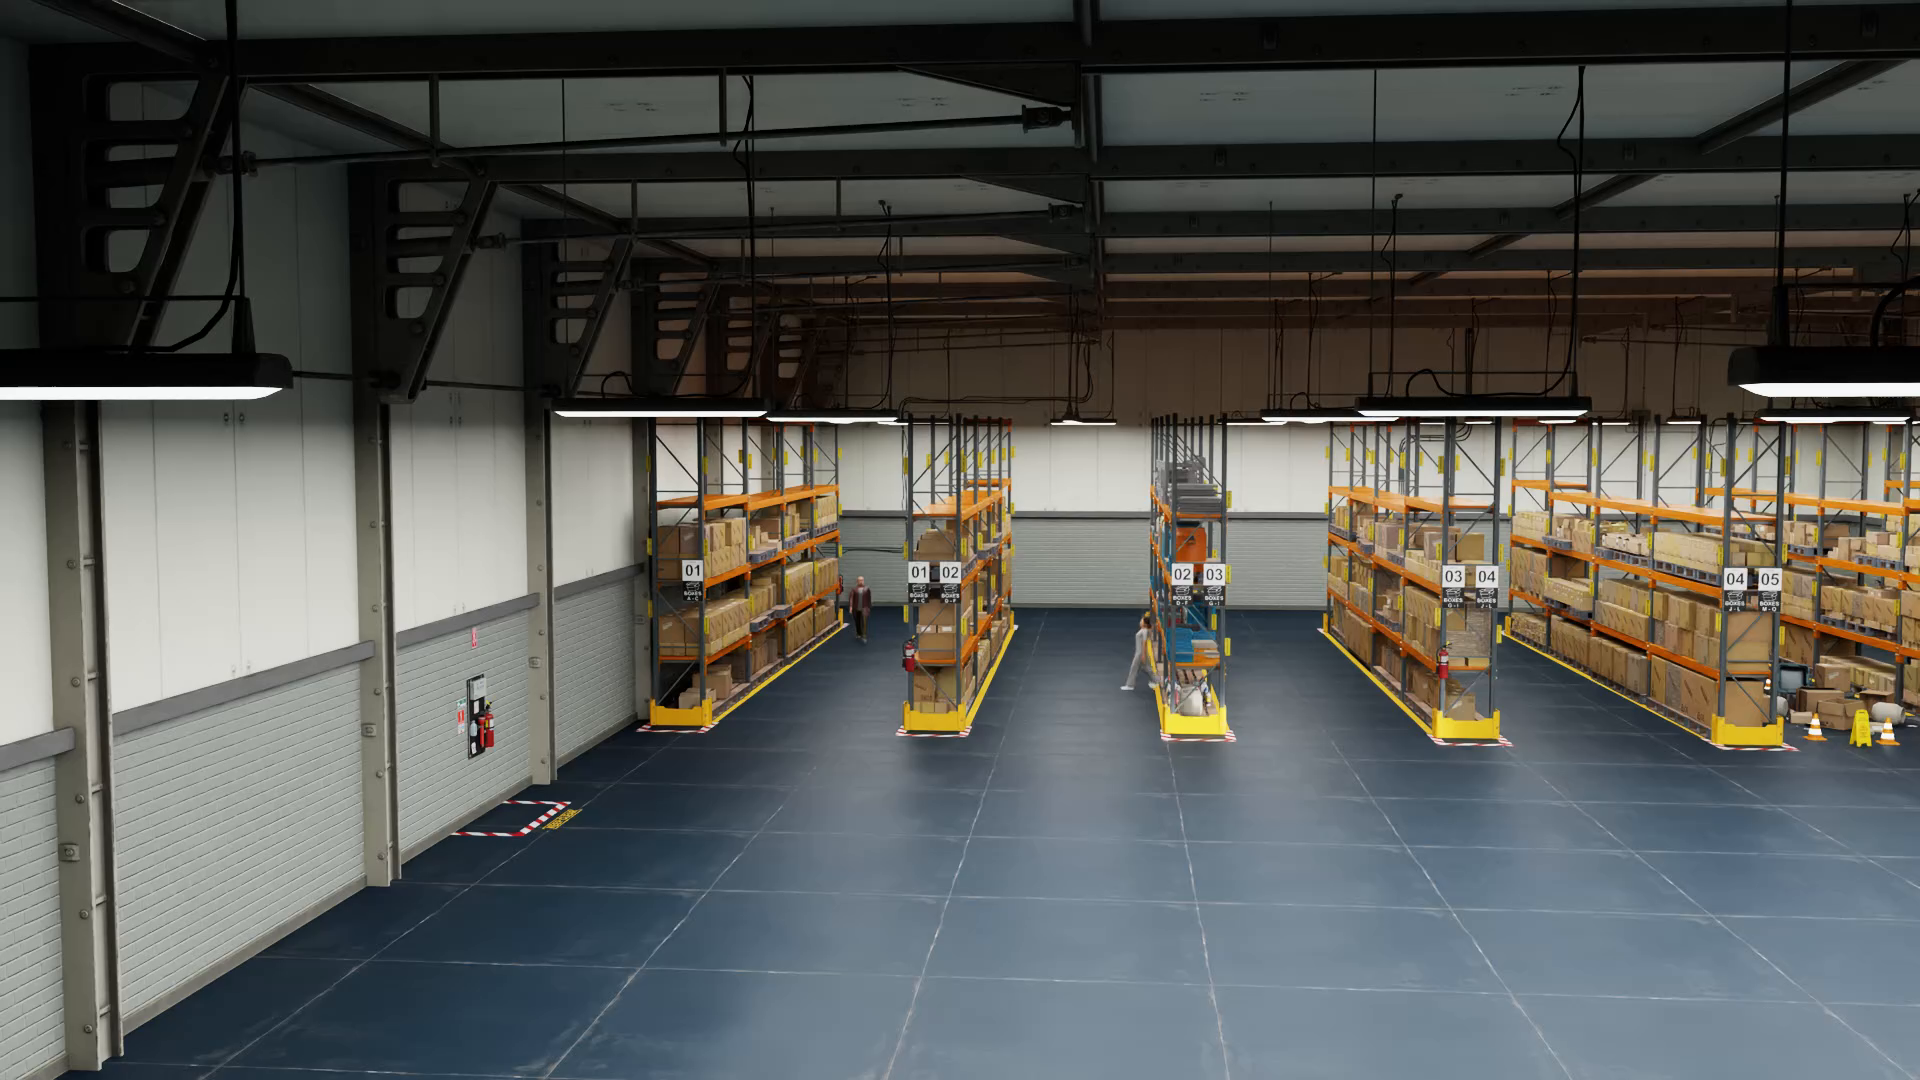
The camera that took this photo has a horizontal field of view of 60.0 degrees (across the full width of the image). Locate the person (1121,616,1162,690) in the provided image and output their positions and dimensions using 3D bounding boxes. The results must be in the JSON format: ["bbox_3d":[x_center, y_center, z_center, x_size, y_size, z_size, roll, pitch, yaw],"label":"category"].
[{"bbox_3d":[3.955,2.459,36.152,0.924,1.627,0.466,0,4,5],"label":"person"}]

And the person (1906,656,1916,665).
[{"bbox_3d":[21.833,2.384,37.775,0.543,1.612,0.594,-1,4,-16],"label":"person"}]

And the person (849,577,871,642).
[{"bbox_3d":[-2.677,1.841,44.448,0.585,1.715,1.128,0,4,0],"label":"person"}]
